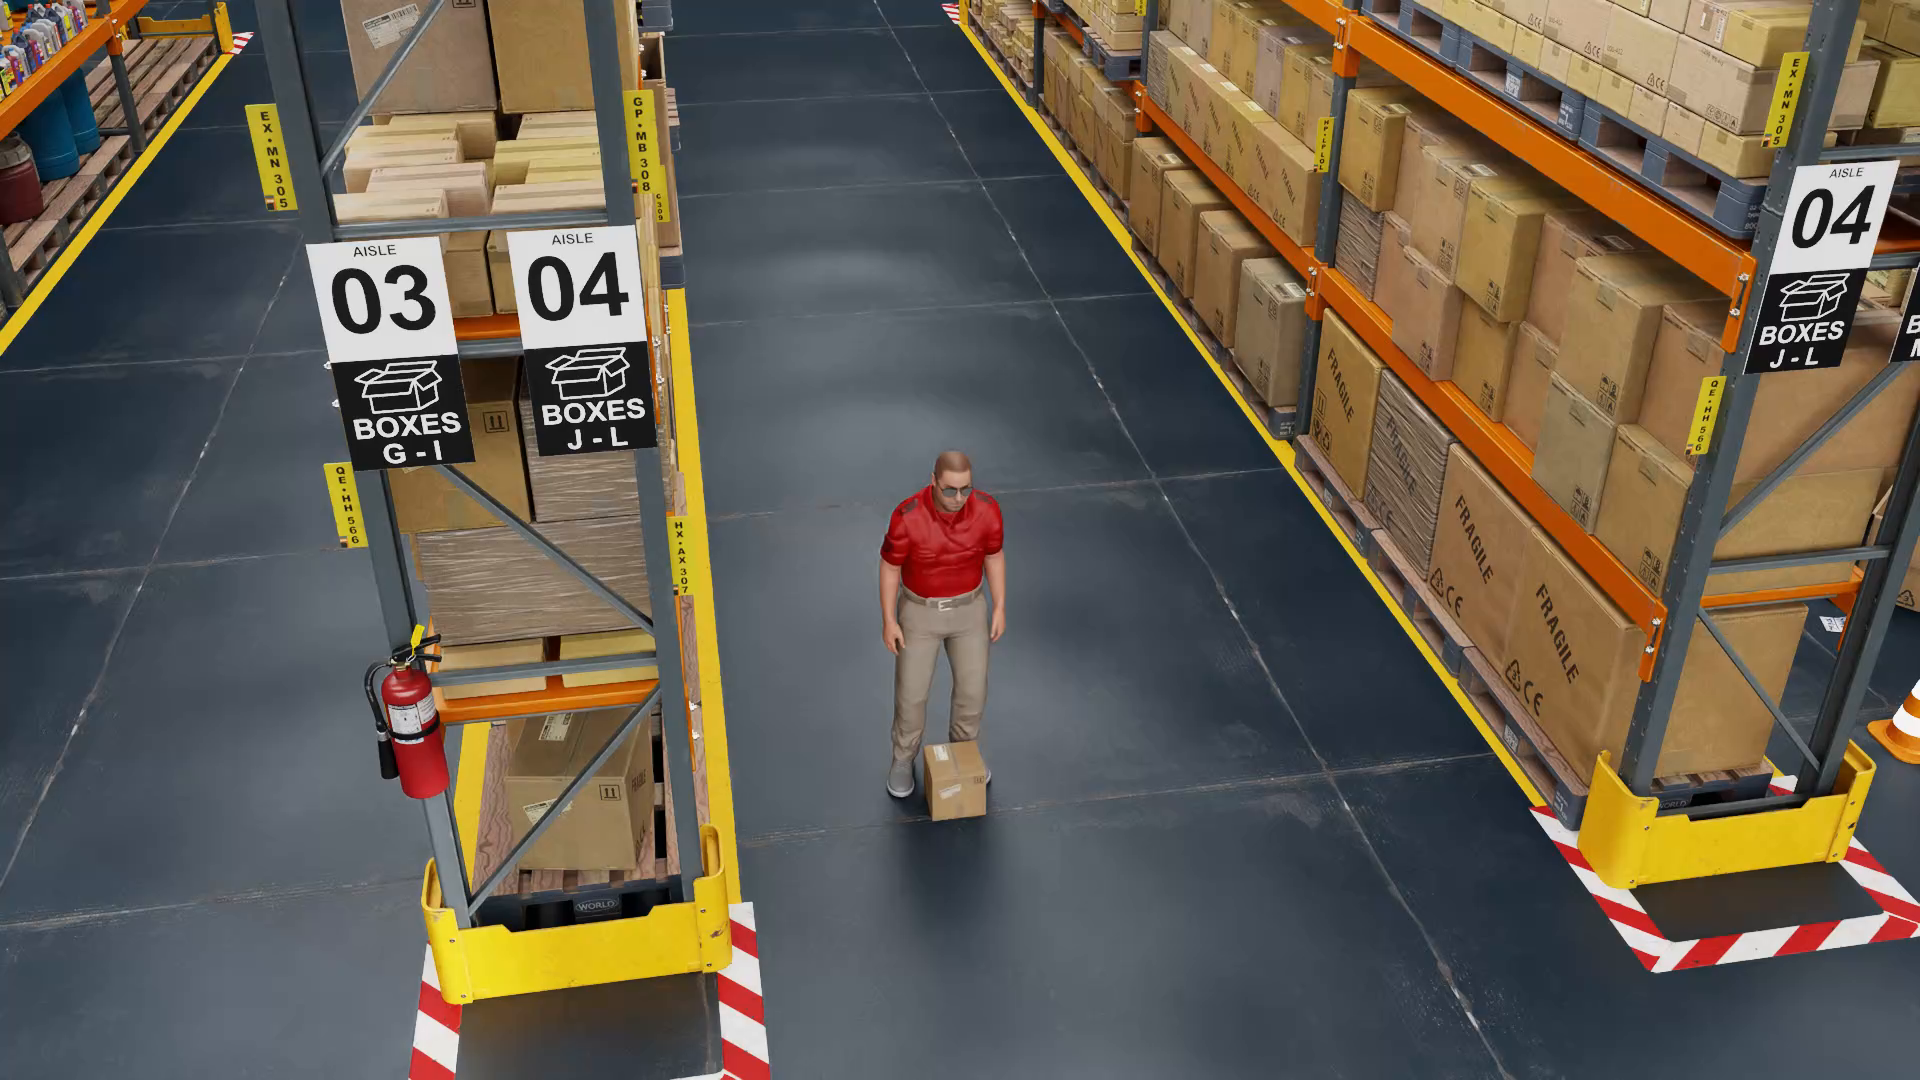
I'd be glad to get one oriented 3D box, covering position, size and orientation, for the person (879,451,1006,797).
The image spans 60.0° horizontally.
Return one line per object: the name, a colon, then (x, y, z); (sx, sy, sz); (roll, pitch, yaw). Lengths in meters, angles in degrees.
person: (-0.075, 0.351, 7.556); (0.599, 1.726, 0.393); (-7, 31, -12)
